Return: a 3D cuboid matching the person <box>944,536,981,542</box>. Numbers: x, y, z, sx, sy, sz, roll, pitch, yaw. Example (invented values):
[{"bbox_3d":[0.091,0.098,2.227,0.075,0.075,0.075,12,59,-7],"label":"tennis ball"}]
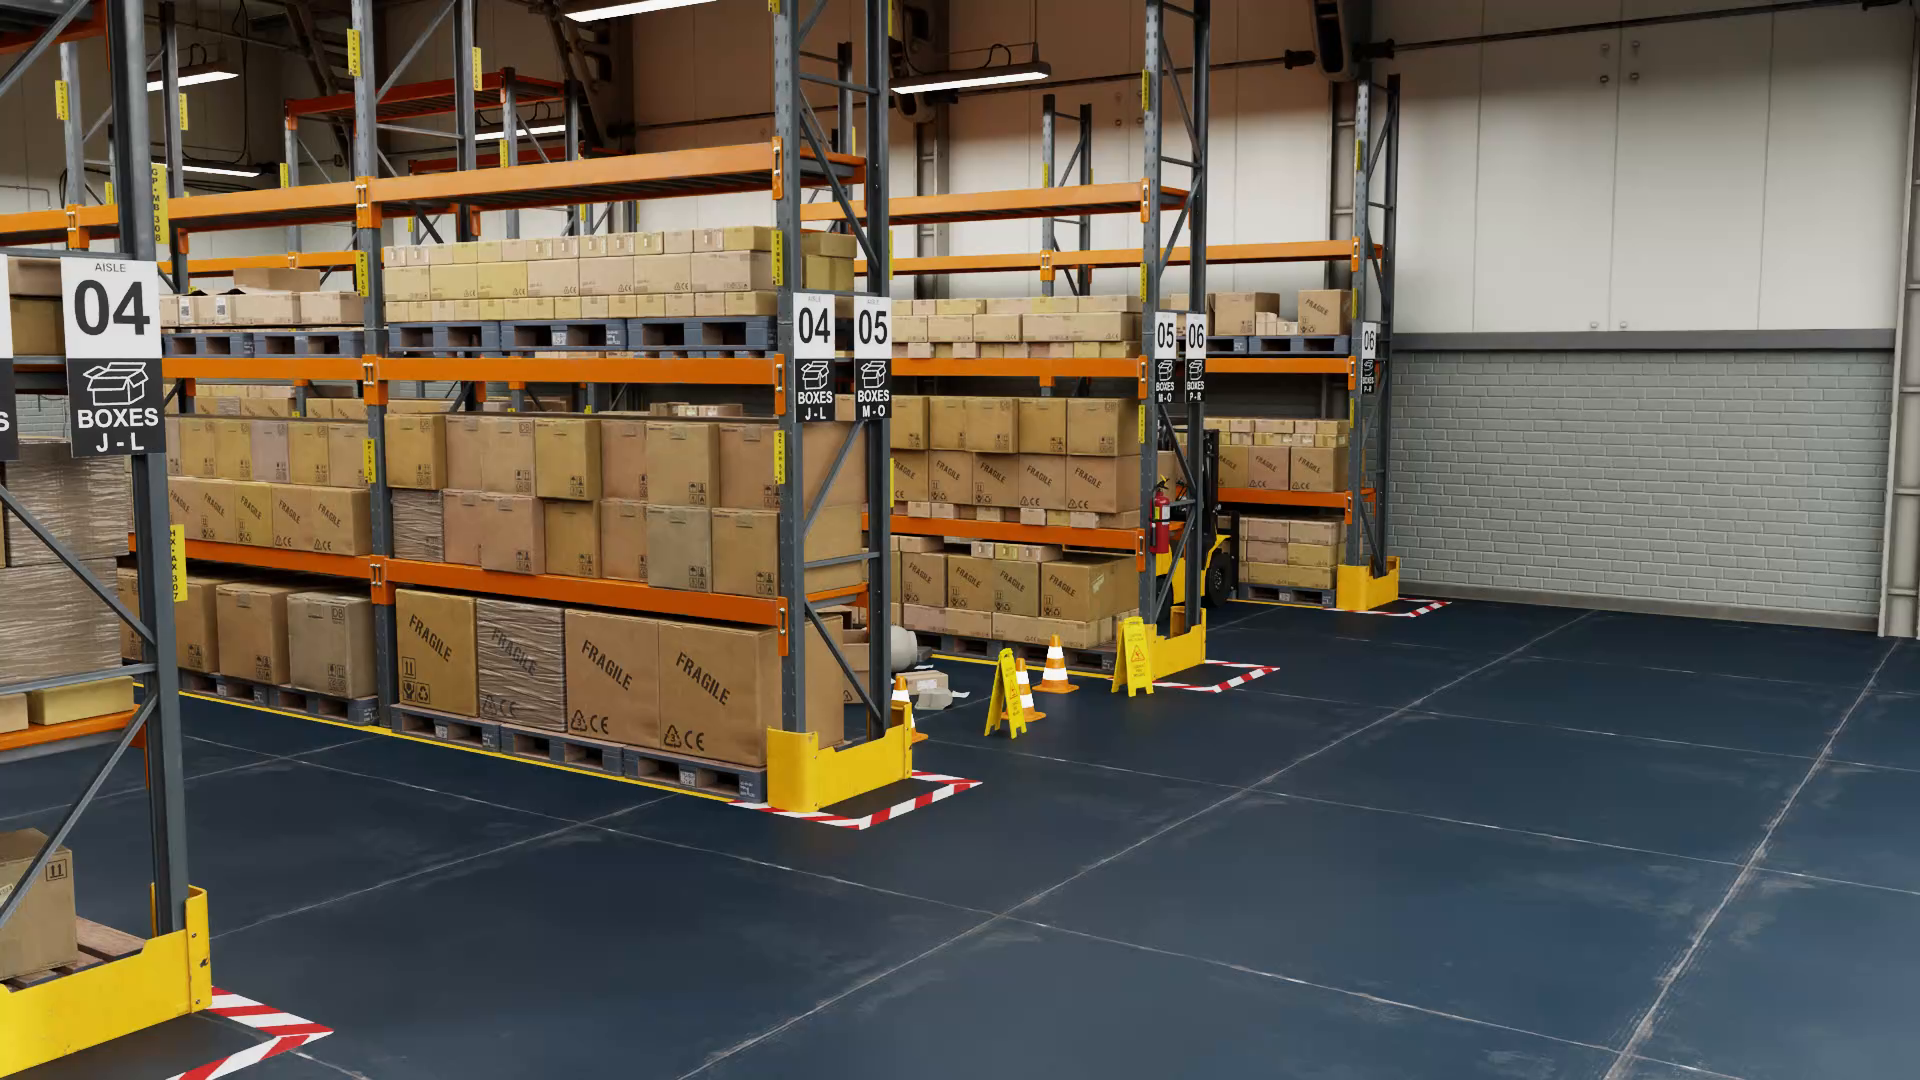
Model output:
[{"bbox_3d":[-0.113,0.102,18.961,0.609,1.288,0.826,4,7,34],"label":"person"}]
